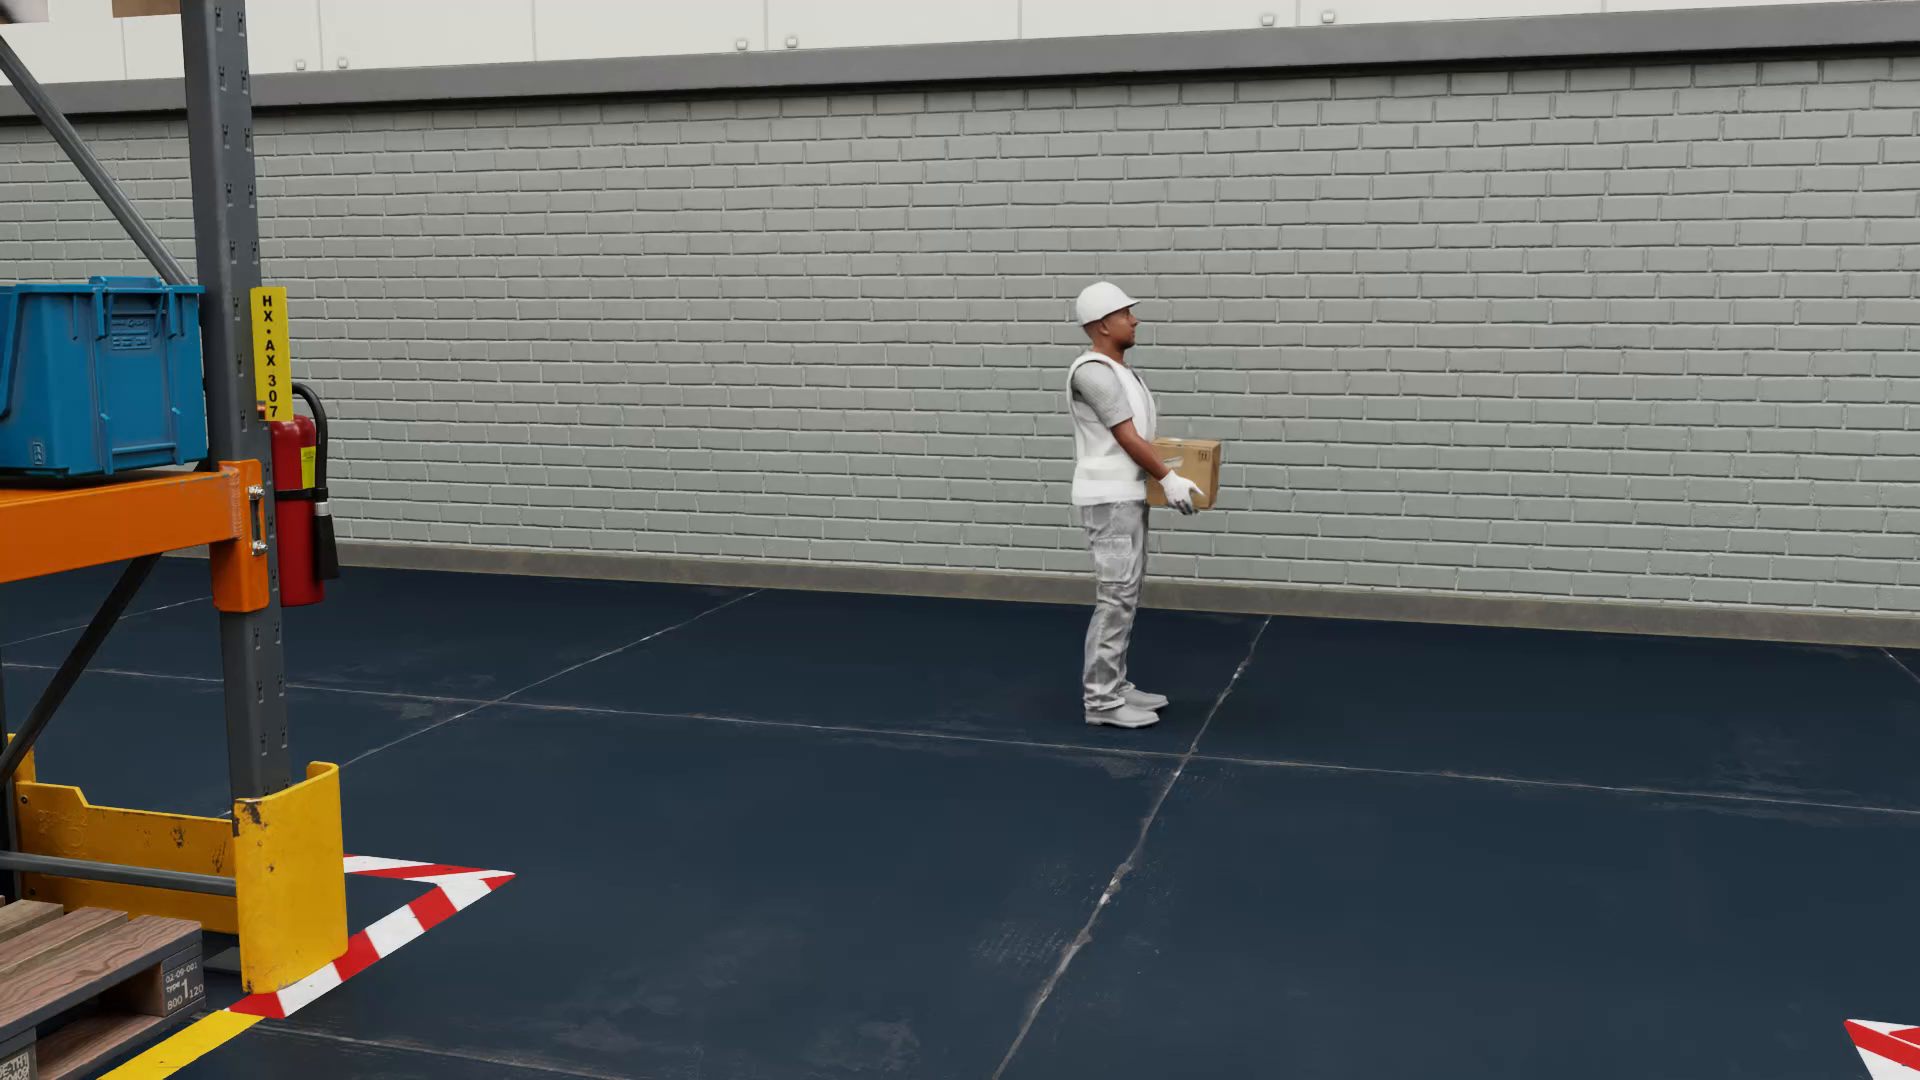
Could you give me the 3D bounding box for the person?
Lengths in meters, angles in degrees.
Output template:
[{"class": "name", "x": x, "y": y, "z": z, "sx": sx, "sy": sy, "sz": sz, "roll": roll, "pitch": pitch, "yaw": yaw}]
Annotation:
[{"class": "person", "x": 0.727, "y": -0.149, "z": 6.786, "sx": 0.572, "sy": 1.786, "sz": 0.497, "roll": 2, "pitch": 8, "yaw": 12}]
